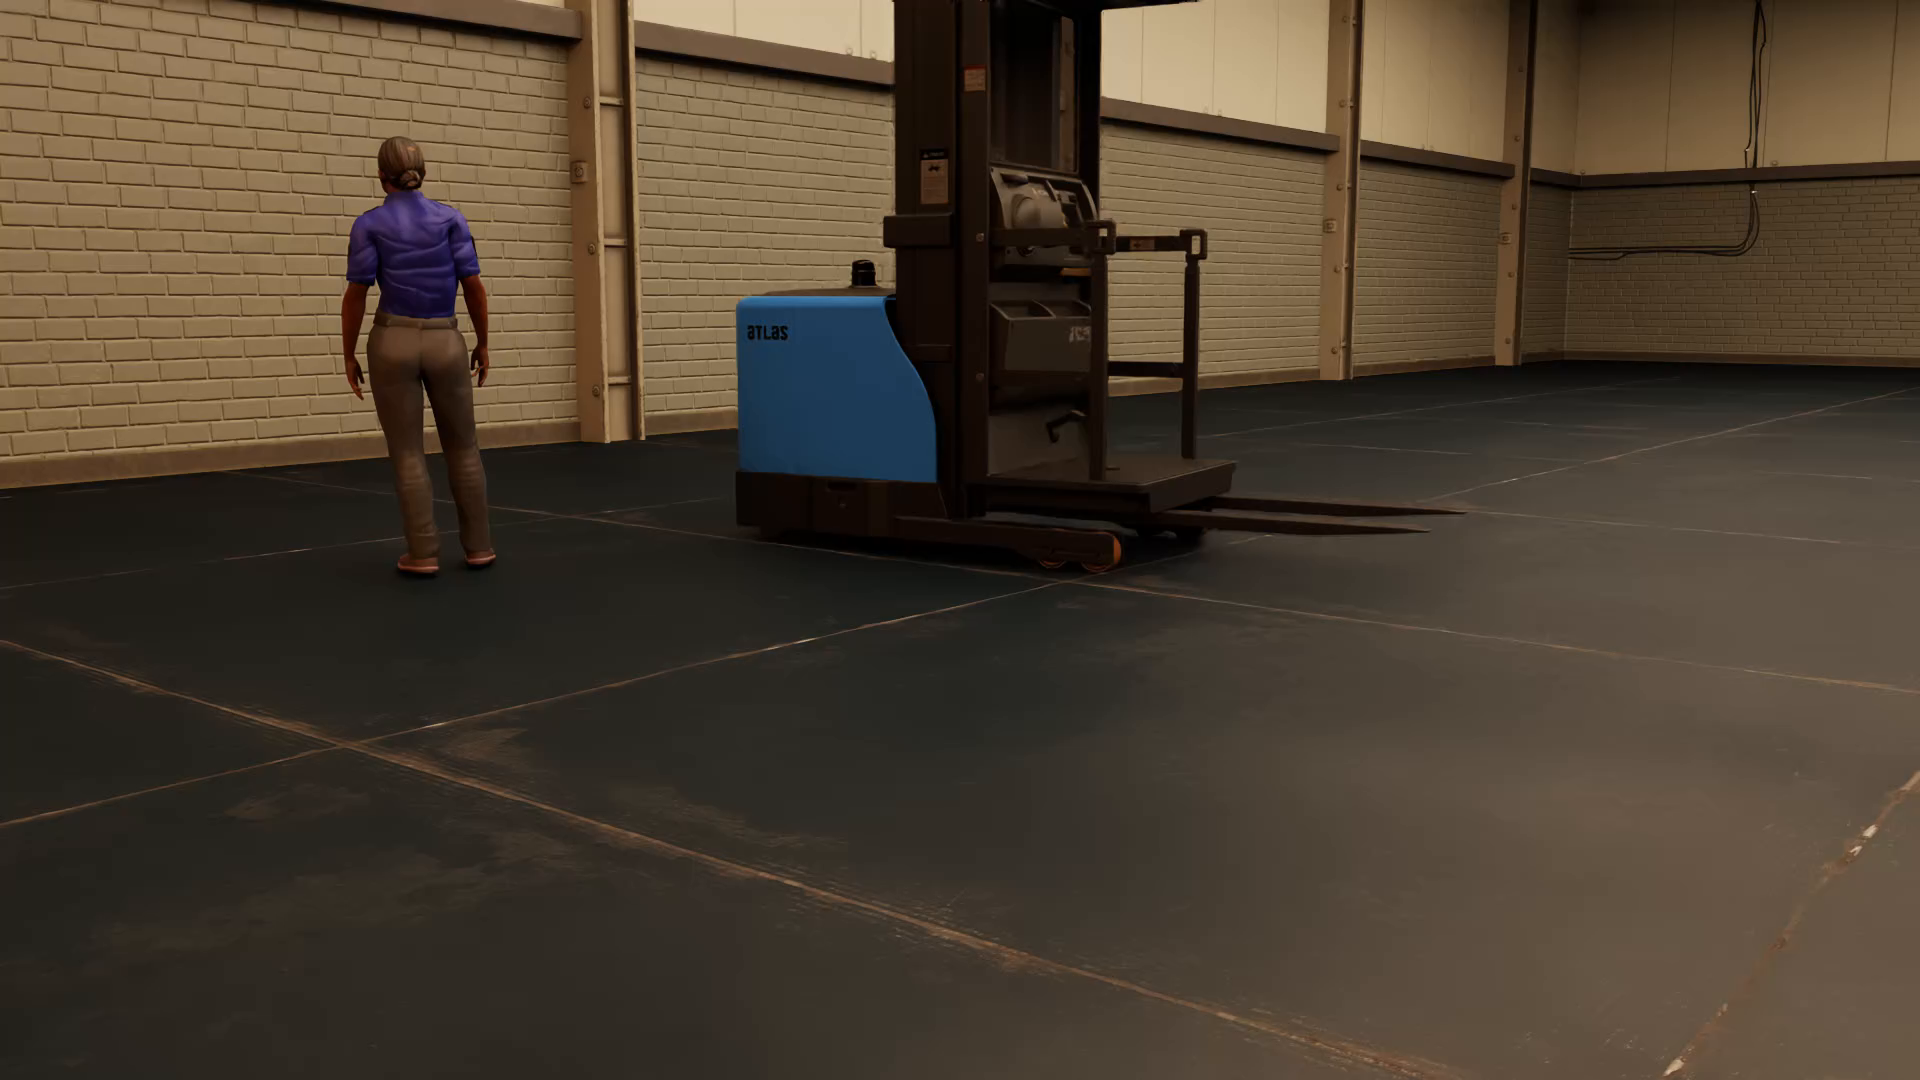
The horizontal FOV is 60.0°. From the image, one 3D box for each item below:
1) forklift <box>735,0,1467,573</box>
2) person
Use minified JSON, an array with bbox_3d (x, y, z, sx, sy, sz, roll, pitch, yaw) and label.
[{"bbox_3d":[0.543,-1.409,6.910,3.031,2.935,1.130,5,9,28],"label":"forklift"},{"bbox_3d":[-2.088,-0.699,6.420,0.567,1.654,0.505,-4,9,-25],"label":"person"}]
